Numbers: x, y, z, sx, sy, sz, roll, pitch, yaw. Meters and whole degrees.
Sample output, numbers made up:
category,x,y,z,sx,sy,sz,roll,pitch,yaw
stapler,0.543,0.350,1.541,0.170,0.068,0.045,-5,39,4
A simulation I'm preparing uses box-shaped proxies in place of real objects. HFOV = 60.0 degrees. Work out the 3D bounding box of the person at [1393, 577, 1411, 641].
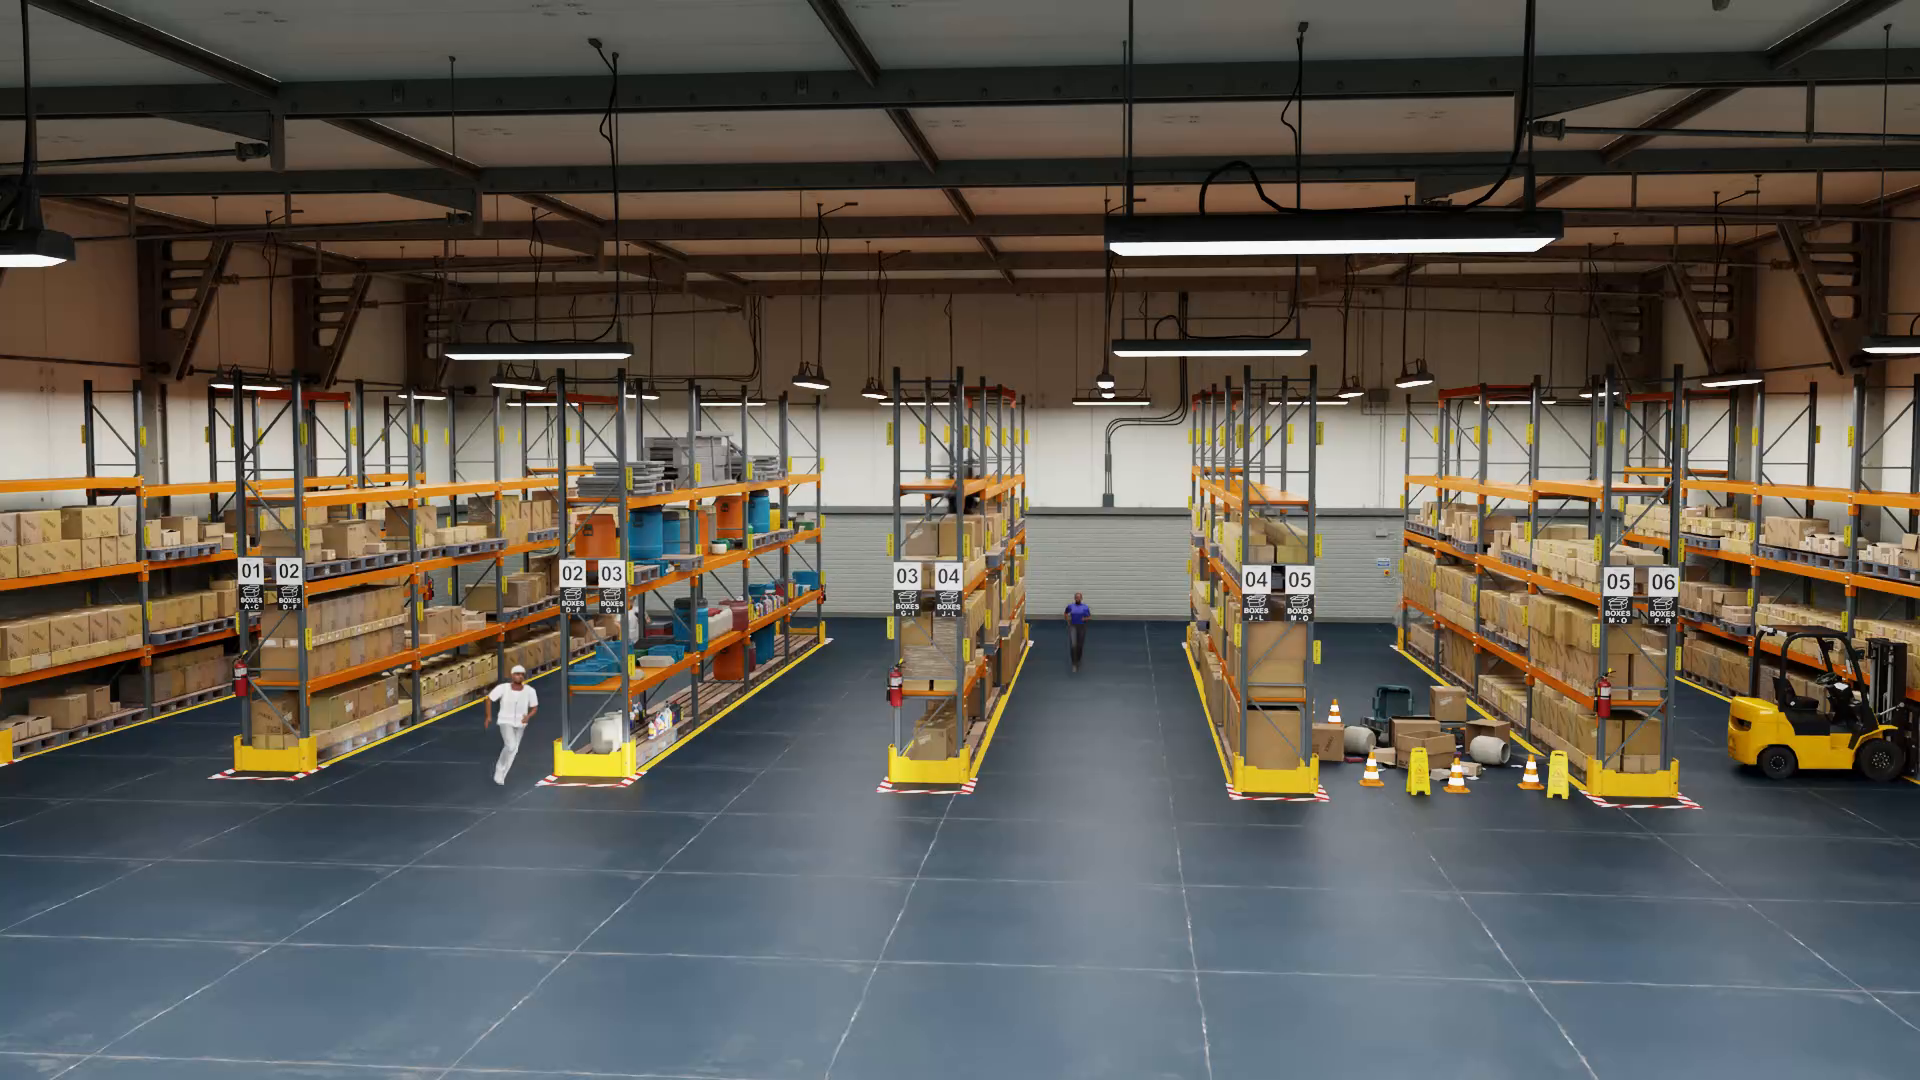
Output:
category,x,y,z,sx,sy,sz,roll,pitch,yaw
person,10.777,1.696,40.367,0.545,1.600,0.611,2,4,28

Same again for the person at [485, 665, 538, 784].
category,x,y,z,sx,sy,sz,roll,pitch,yaw
person,-6.401,2.658,23.853,0.727,1.689,0.643,-2,4,-30

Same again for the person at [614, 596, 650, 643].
category,x,y,z,sx,sy,sz,roll,pitch,yaw
person,-6.720,2.027,33.985,0.683,1.871,0.783,0,4,2

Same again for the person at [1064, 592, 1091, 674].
category,x,y,z,sx,sy,sz,roll,pitch,yaw
person,2.521,1.963,35.569,0.570,1.700,0.867,0,4,1
